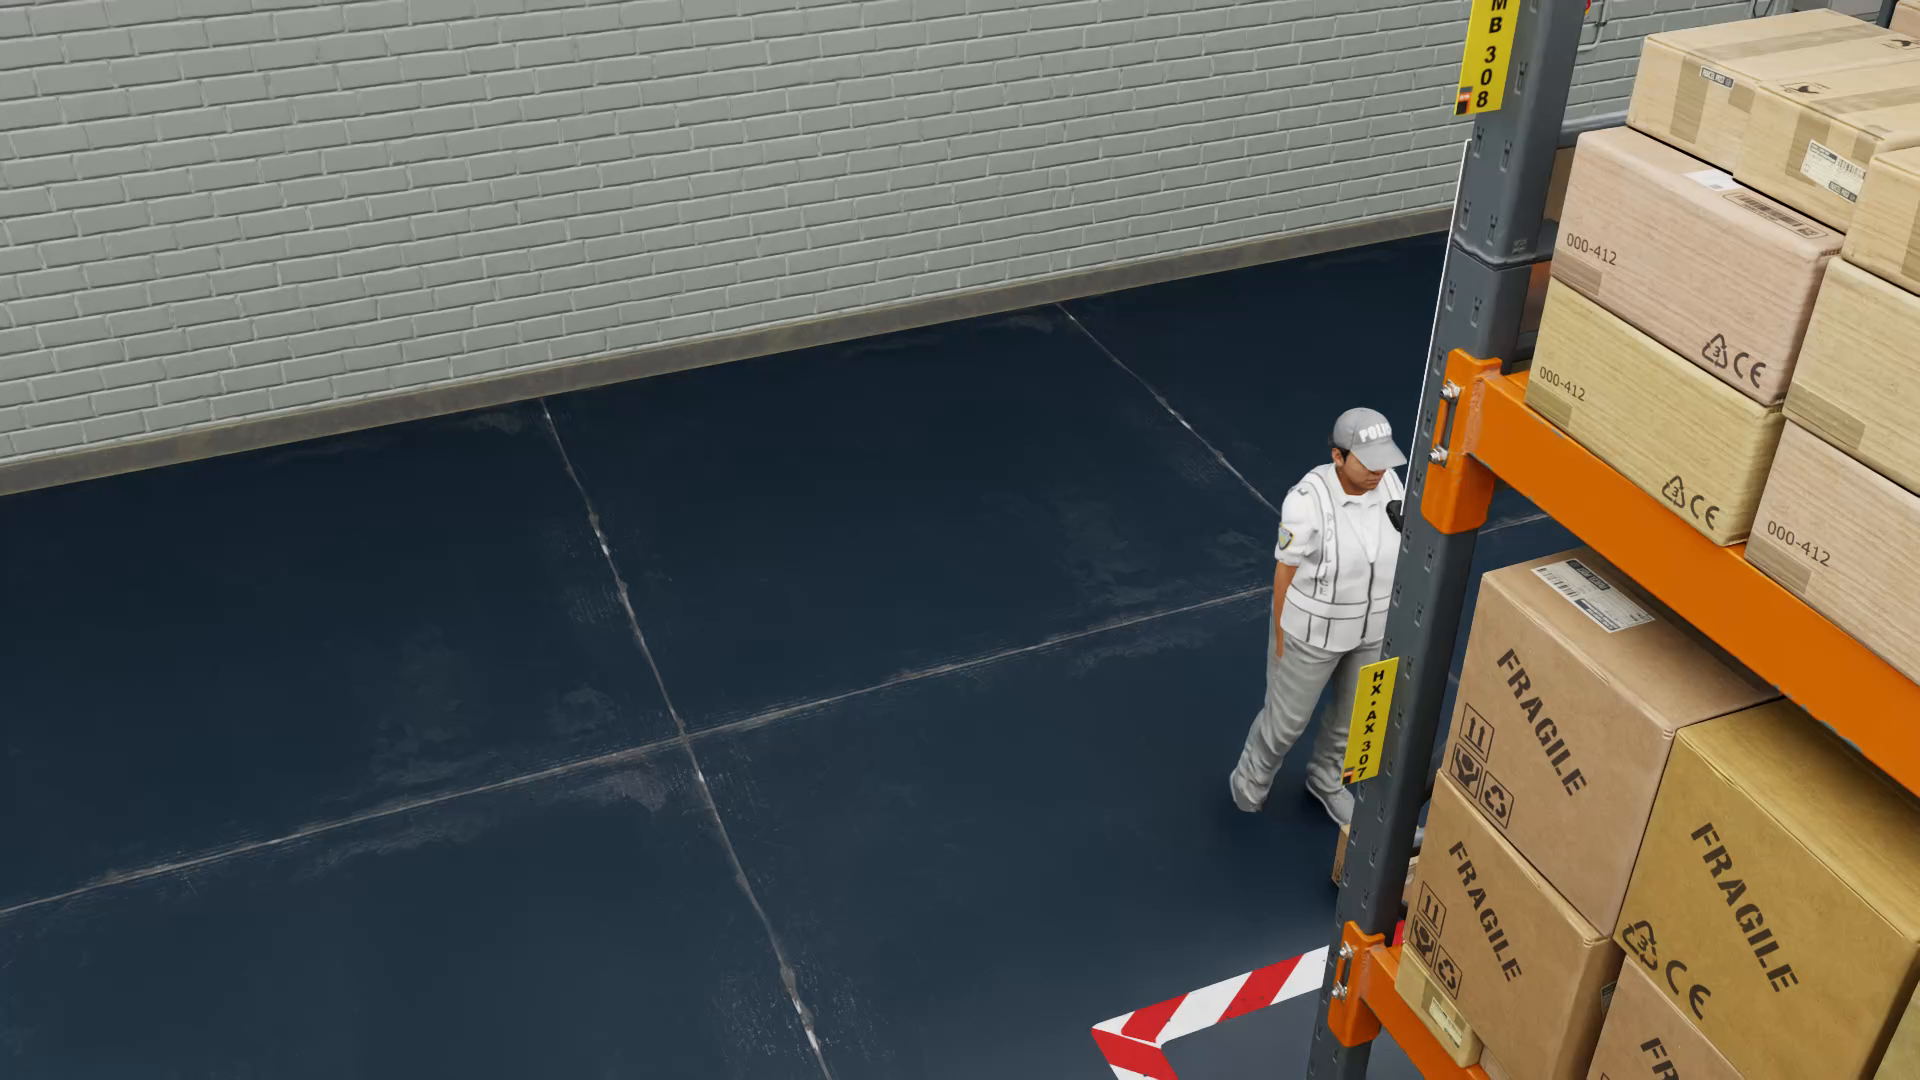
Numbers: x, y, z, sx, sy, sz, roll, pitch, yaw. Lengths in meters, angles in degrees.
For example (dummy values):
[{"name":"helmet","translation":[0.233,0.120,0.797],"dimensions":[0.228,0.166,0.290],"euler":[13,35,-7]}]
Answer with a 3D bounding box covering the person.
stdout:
[{"name":"person","translation":[1.280,0.339,5.730],"dimensions":[0.497,1.761,0.388],"euler":[-12,36,-18]}]
